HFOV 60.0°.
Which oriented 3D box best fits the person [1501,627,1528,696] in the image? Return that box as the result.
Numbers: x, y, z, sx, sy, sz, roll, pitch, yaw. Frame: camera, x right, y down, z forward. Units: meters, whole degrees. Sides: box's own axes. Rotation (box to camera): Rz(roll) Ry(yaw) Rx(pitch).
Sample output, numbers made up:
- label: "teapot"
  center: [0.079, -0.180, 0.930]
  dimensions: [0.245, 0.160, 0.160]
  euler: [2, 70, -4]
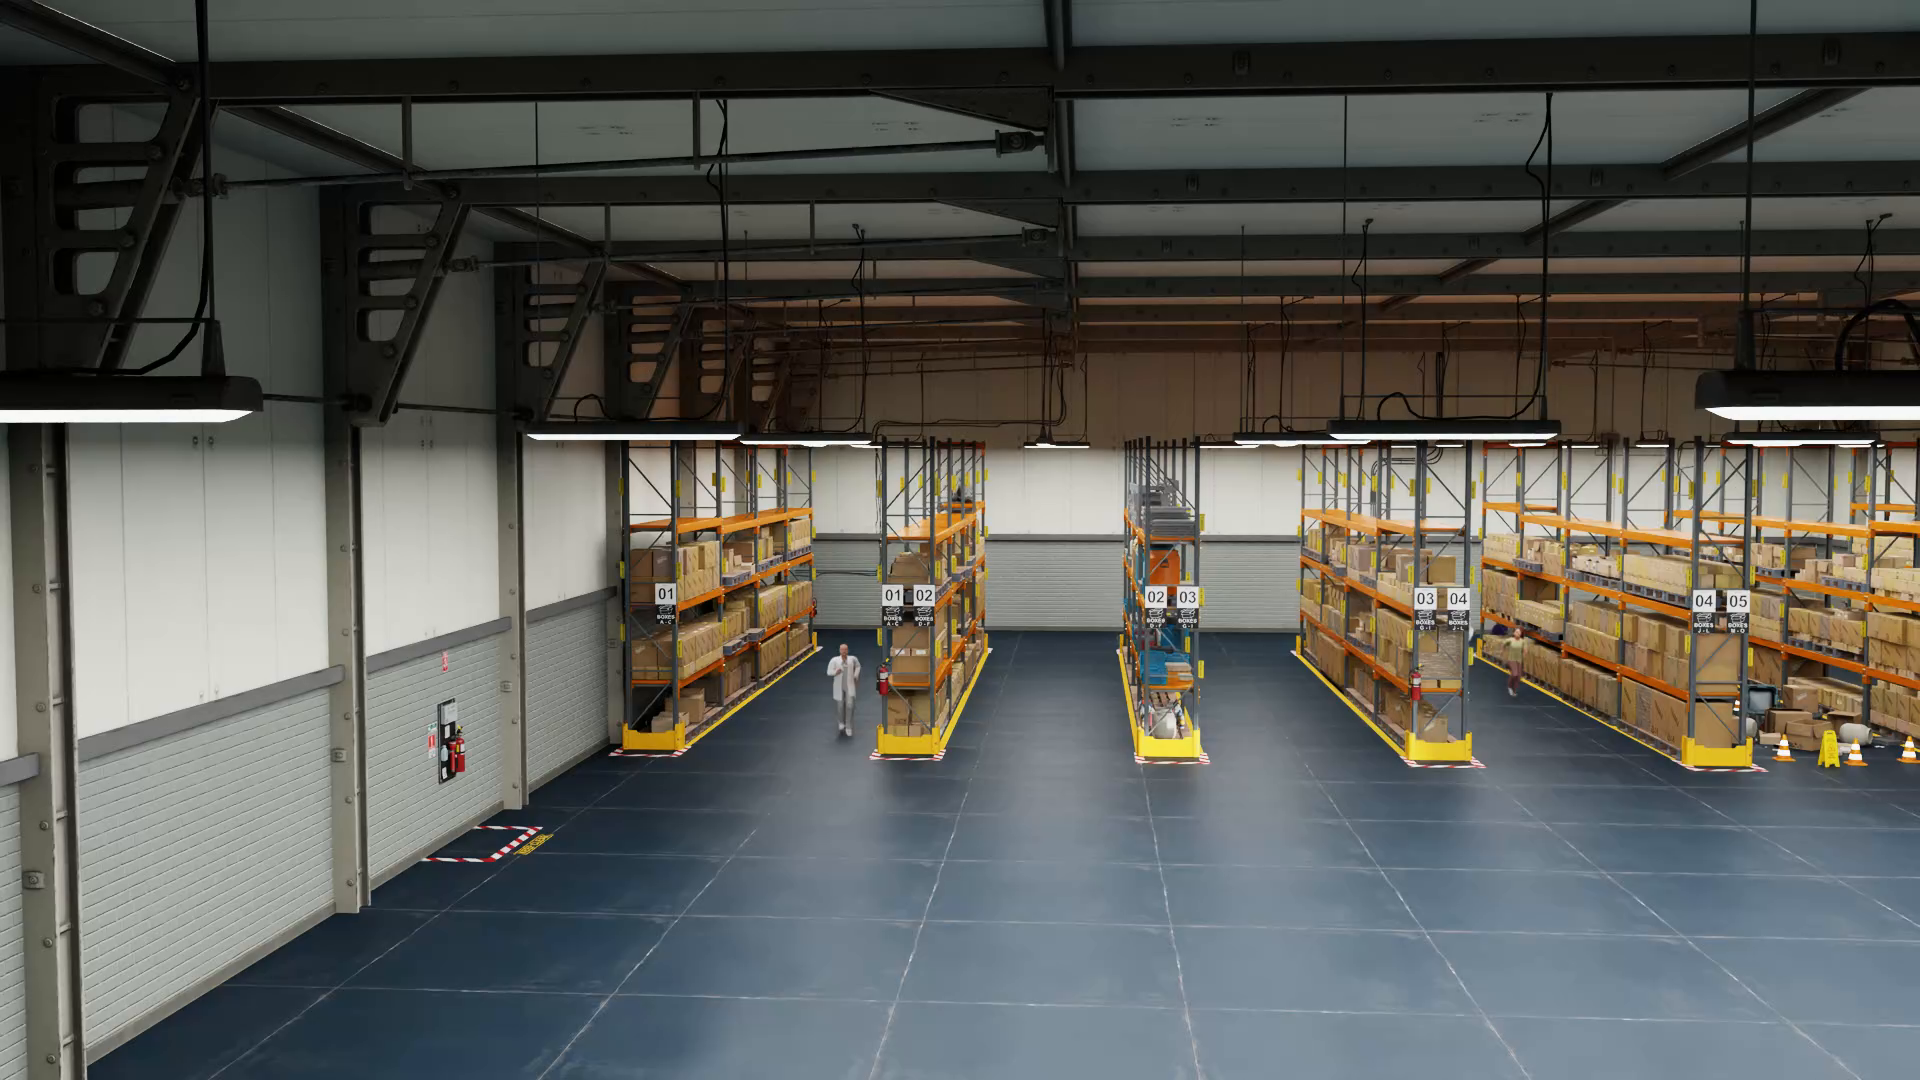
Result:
- label: "person"
  center: [12.900, 2.827, 38.599]
  dimensions: [0.551, 1.626, 0.688]
  euler: [0, 3, -1]

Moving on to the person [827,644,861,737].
- label: "person"
  center: [-2.345, 3.019, 33.662]
  dimensions: [0.693, 1.831, 0.862]
  euler: [0, 3, -6]

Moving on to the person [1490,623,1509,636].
- label: "person"
  center: [15.516, 2.414, 47.476]
  dimensions: [0.841, 1.614, 0.602]
  euler: [0, 3, 1]

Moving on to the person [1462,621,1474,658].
- label: "person"
  center: [12.982, 2.602, 43.039]
  dimensions: [0.638, 1.664, 0.548]
  euler: [0, 3, 5]
